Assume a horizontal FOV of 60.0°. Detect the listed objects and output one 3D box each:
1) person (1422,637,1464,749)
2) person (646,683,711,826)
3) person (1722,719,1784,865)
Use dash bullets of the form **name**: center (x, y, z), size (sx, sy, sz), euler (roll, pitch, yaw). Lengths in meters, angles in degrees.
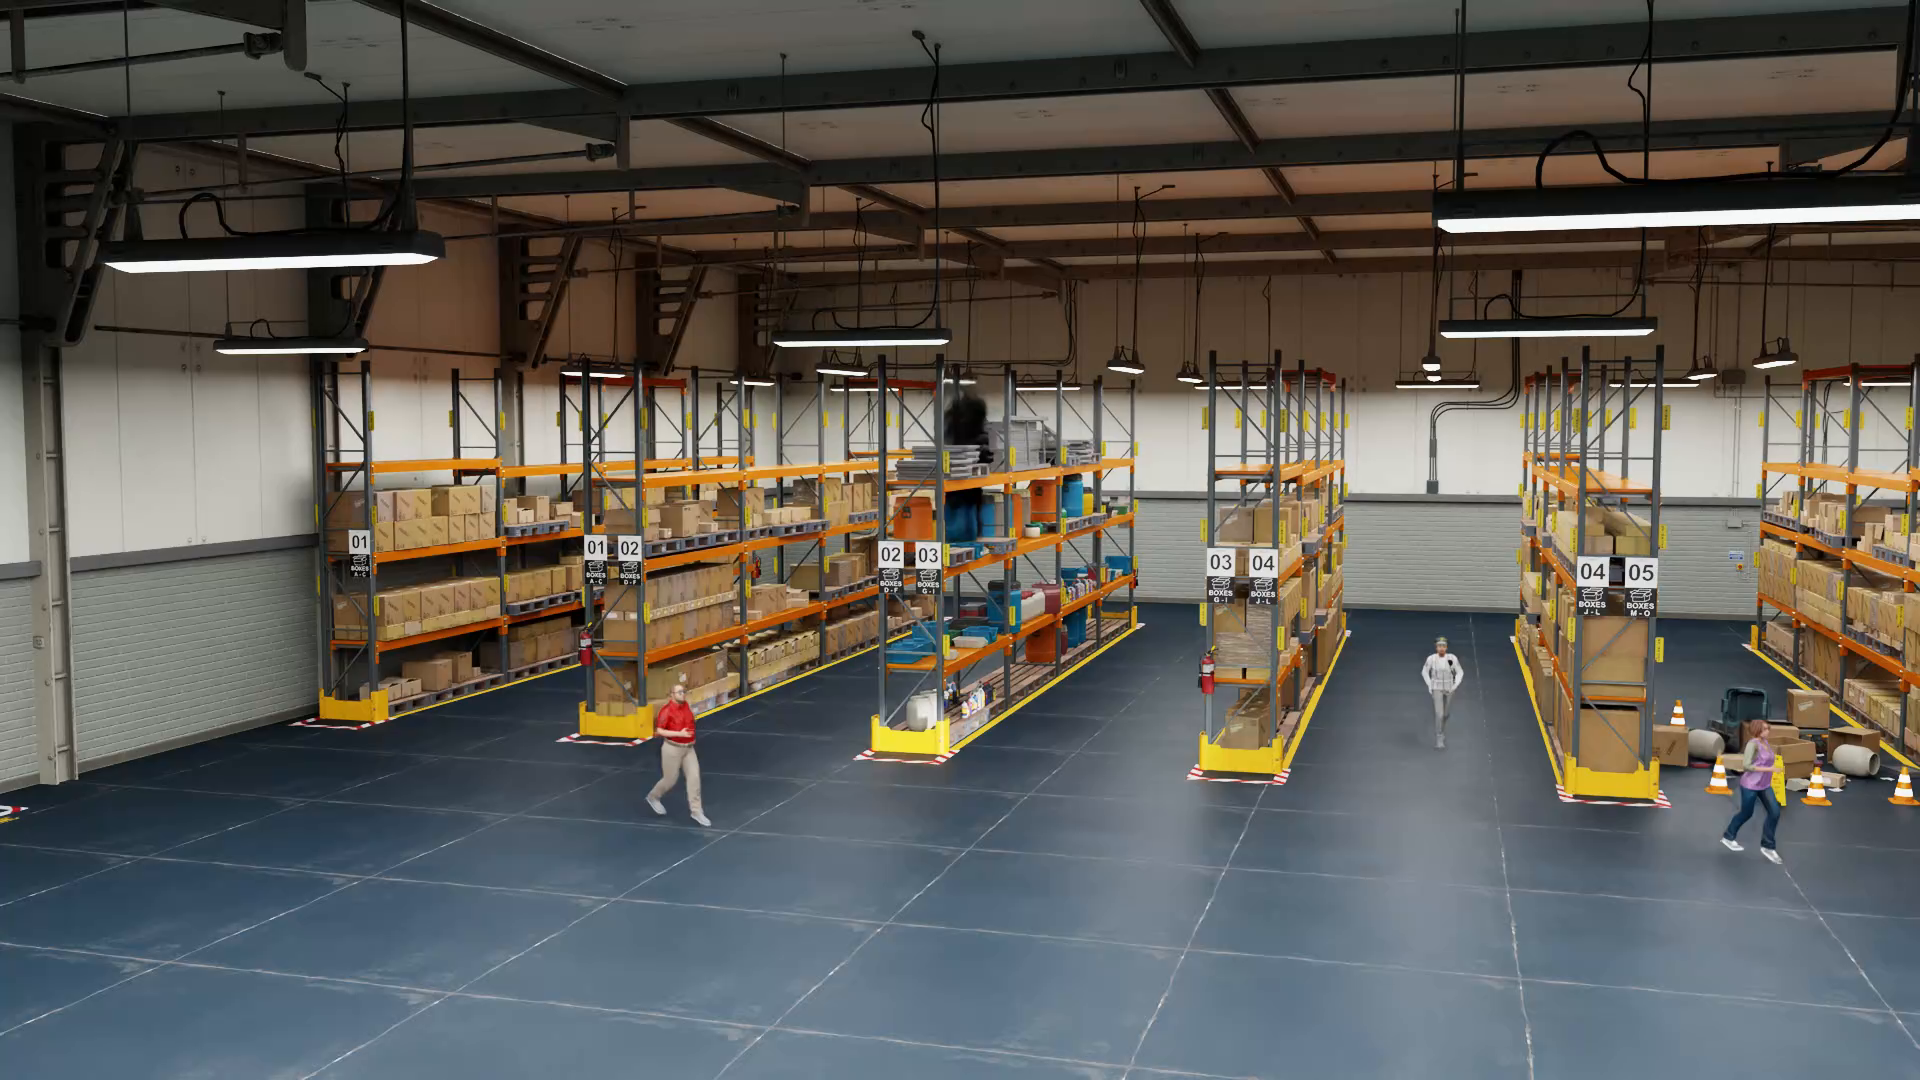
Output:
- **person**: center (7.471, 2.331, 25.760), size (0.615, 1.699, 0.753), euler (1, 4, 9)
- **person**: center (-3.525, 2.654, 20.735), size (0.969, 1.753, 0.660), euler (3, 5, 37)
- **person**: center (9.053, 2.843, 18.963), size (0.524, 1.635, 0.729), euler (-2, 5, -28)
